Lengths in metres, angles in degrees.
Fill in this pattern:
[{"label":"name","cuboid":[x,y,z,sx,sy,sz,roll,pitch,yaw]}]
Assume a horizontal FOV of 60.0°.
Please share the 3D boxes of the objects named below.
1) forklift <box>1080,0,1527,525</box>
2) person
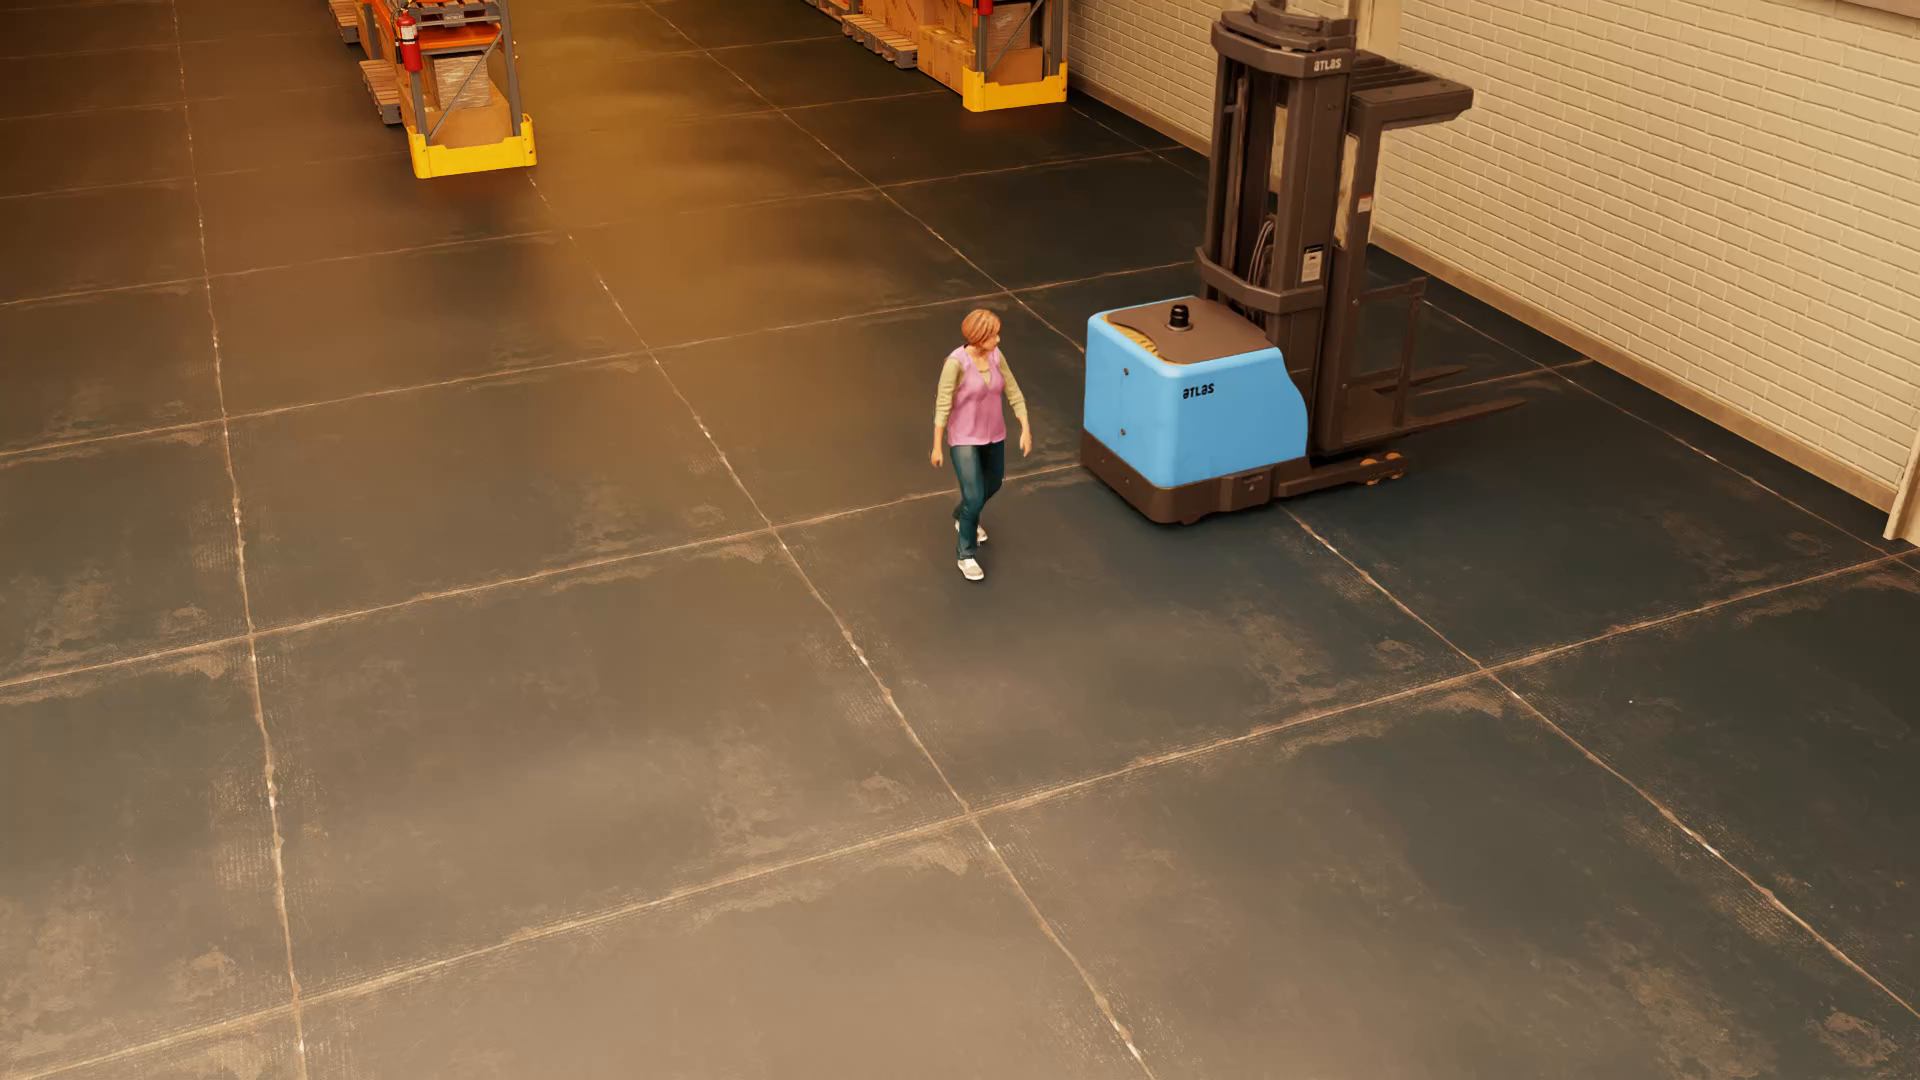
[{"label":"forklift","cuboid":[2.341,-1.851,10.357,3.031,2.935,1.130,-13,32,-22]},{"label":"person","cuboid":[0.076,-0.569,9.527,0.536,1.536,0.686,-24,38,-36]}]
